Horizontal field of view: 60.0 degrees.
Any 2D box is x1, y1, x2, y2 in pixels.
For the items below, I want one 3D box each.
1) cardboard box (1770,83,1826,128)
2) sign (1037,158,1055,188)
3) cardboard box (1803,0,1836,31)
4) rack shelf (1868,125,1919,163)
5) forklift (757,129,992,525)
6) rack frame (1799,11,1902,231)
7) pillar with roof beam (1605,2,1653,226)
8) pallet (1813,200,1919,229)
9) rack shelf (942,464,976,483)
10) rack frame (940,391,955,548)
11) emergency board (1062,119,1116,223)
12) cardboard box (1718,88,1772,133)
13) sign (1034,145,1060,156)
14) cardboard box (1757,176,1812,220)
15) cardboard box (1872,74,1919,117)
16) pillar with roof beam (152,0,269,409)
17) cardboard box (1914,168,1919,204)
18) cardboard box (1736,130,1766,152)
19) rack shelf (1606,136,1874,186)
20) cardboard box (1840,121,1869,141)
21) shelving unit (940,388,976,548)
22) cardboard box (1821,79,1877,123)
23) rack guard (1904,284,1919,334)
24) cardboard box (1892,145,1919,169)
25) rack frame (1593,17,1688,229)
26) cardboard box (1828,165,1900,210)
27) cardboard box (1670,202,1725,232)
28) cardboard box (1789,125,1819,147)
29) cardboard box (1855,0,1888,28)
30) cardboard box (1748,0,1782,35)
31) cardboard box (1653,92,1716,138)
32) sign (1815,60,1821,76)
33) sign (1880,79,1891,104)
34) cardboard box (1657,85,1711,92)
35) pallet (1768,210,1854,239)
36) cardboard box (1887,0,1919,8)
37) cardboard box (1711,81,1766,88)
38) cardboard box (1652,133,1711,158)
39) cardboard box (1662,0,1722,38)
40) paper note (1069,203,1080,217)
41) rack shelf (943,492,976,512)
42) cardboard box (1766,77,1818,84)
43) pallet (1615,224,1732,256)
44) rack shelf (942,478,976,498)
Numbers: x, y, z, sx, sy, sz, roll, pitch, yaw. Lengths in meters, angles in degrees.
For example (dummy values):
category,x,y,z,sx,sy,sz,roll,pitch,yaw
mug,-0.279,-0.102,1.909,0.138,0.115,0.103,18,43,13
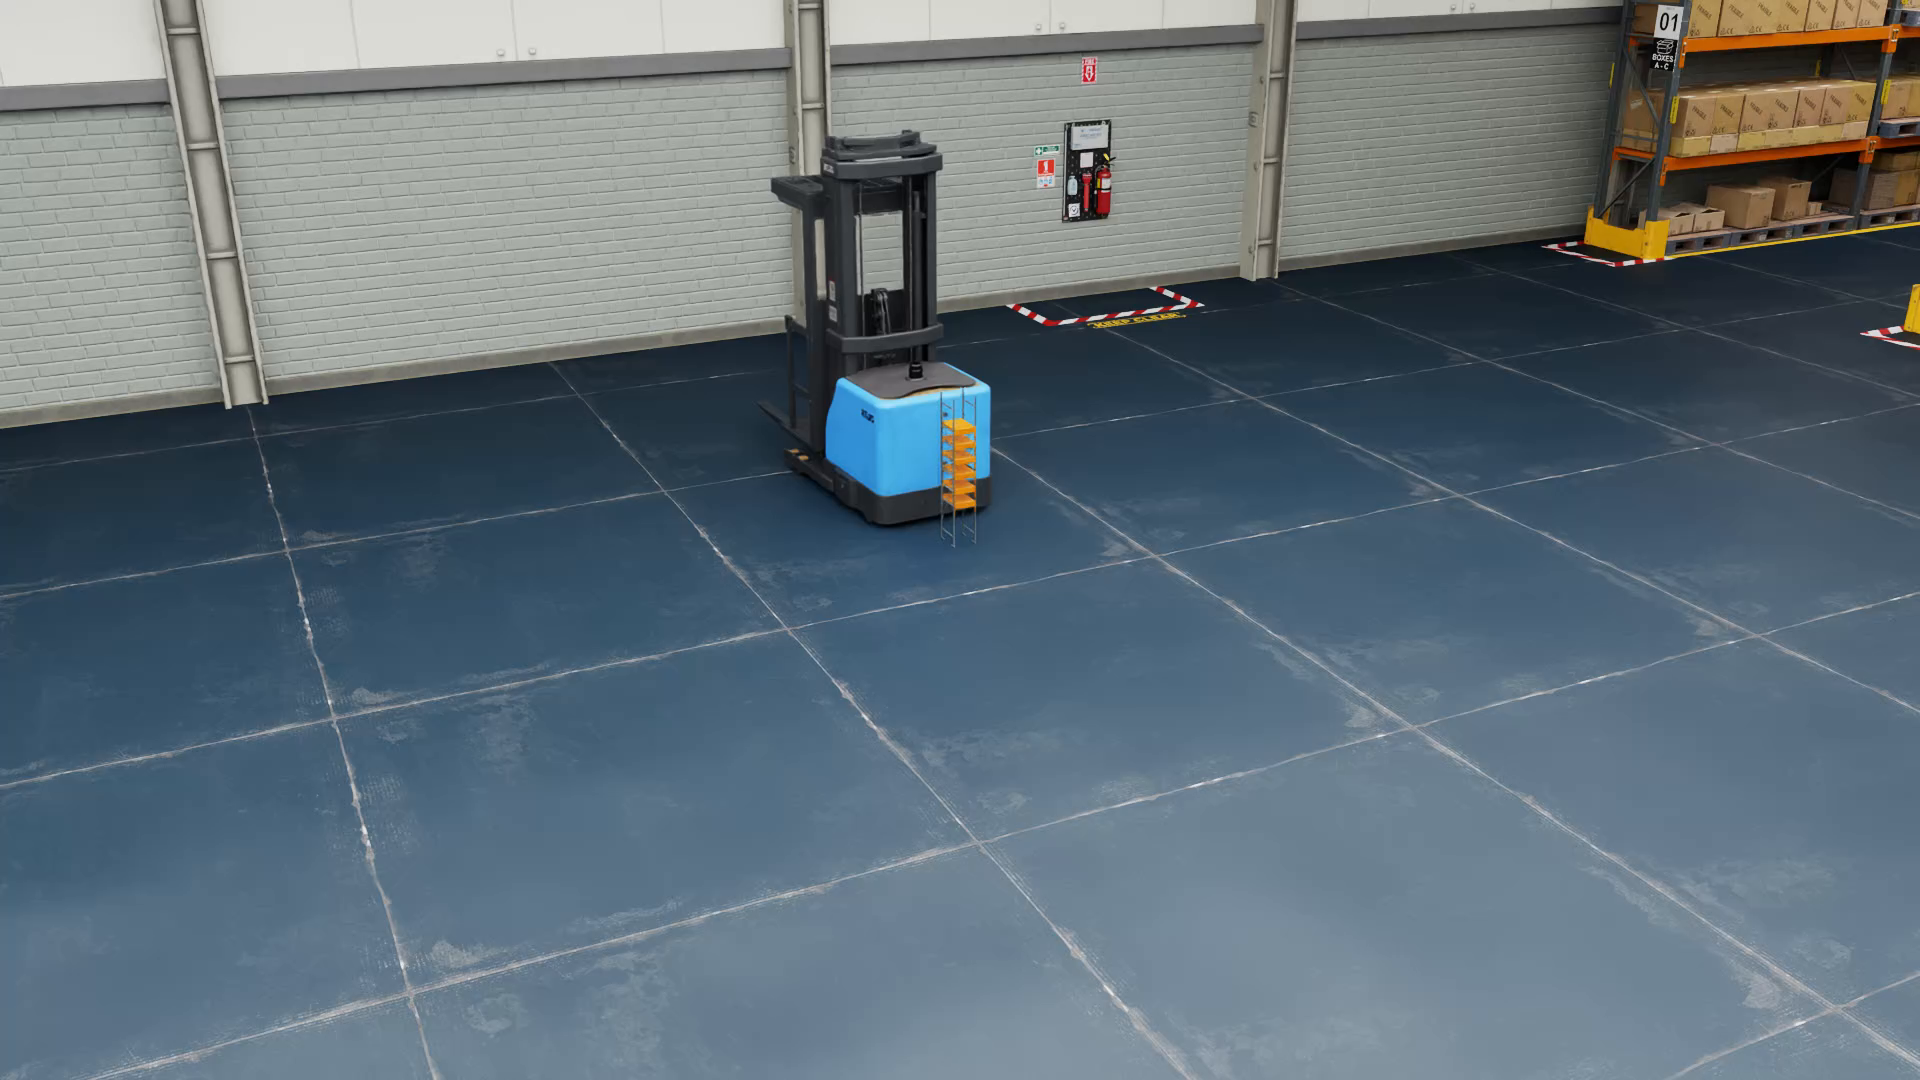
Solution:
category,x,y,z,sx,sy,sz,roll,pitch,yaw
cardboard box,11.351,-5.916,22.632,0.500,0.500,0.500,-11,25,-25
sign,1.007,-4.298,19.487,0.234,0.329,0.001,-10,25,-24
cardboard box,11.256,-7.067,22.145,0.500,0.500,0.500,-11,25,-26
rack shelf,14.350,-5.978,24.534,4.000,0.370,1.077,-10,25,-24
forklift,-0.890,-1.999,14.069,1.130,2.935,3.031,-12,25,-26
rack frame,12.548,-5.979,23.595,0.127,3.000,1.000,-10,25,-24
pillar with roof beam,11.067,-7.018,18.261,0.400,9.000,9.100,-10,25,-24
pallet,13.249,-4.820,24.442,1.213,0.211,1.003,-10,25,-24
rack shelf,-0.013,-0.511,12.855,0.180,0.103,0.258,-10,25,-24
rack frame,-0.095,-0.537,12.801,0.006,1.200,0.240,-10,25,-24
emergency board,1.550,-4.338,19.630,0.643,1.169,0.194,-10,25,-24
cardboard box,10.422,-5.740,22.206,0.500,0.500,0.500,-11,25,-25
sign,1.015,-4.540,19.381,0.331,0.109,0.001,-10,25,-24
cardboard box,11.630,-4.841,23.540,0.500,0.500,0.500,-12,26,-28
cardboard box,13.528,-6.391,23.885,0.500,0.500,0.700,-8,24,-18
pillar with roof beam,-5.152,-4.032,11.048,0.400,9.000,9.100,-10,25,-24
cardboard box,14.125,-5.329,24.718,0.500,0.500,0.700,-10,25,-23
cardboard box,10.445,-5.400,22.367,0.500,0.250,0.500,-11,25,-24
rack shelf,10.746,-5.315,22.931,4.000,0.370,1.077,-10,25,-24
cardboard box,12.253,-5.736,23.178,0.500,0.250,0.500,-10,25,-23
shelving unit,-0.013,-0.552,12.838,0.189,1.200,0.258,-10,25,-24
cardboard box,12.256,-6.080,23.030,0.500,0.500,0.500,-10,25,-24
rack guard,11.074,-2.450,18.338,0.348,0.500,1.175,-10,25,-24
cardboard box,14.067,-5.663,24.545,0.500,0.250,0.500,-11,25,-25
rack frame,8.944,-5.315,21.992,0.127,3.000,1.000,-10,25,-24
cardboard box,13.204,-5.155,24.298,0.500,0.500,0.700,-10,24,-22
cardboard box,10.120,-4.455,22.853,0.500,0.311,0.500,-8,24,-19
cardboard box,11.354,-5.567,22.771,0.500,0.250,0.500,-11,25,-24
cardboard box,12.198,-7.251,22.589,0.500,0.500,0.500,-10,24,-22
cardboard box,10.319,-6.890,21.718,0.500,0.500,0.500,-9,24,-21
cardboard box,9.504,-5.577,21.815,0.500,0.500,0.500,-10,25,-24
sign,12.304,-6.705,23.834,0.005,0.325,0.100,-10,25,-24
sign,12.790,-6.193,22.981,0.005,0.325,0.100,-10,25,-24
cardboard box,9.734,-5.833,22.433,0.500,0.500,0.500,-10,25,-23
pallet,11.958,-4.567,23.830,1.213,0.211,1.003,-10,25,-24
cardboard box,13.075,-7.668,23.074,0.500,0.500,0.500,-7,23,-16
cardboard box,10.652,-6.004,22.846,0.500,0.500,0.500,-10,25,-23
cardboard box,9.521,-5.227,21.948,0.500,0.250,0.500,-11,25,-25
cardboard box,9.354,-6.726,21.321,0.500,0.500,0.500,-10,24,-22
paper note,1.360,-3.925,19.785,0.142,0.148,0.016,-10,25,-24
rack shelf,-0.013,-0.289,12.946,0.180,0.103,0.258,-10,25,-24
cardboard box,11.566,-6.175,23.258,0.500,0.500,0.500,-11,25,-24
pallet,9.760,-4.162,22.852,1.213,0.211,1.003,-10,25,-24
rack shelf,-0.013,-0.400,12.901,0.180,0.103,0.258,-10,25,-24
